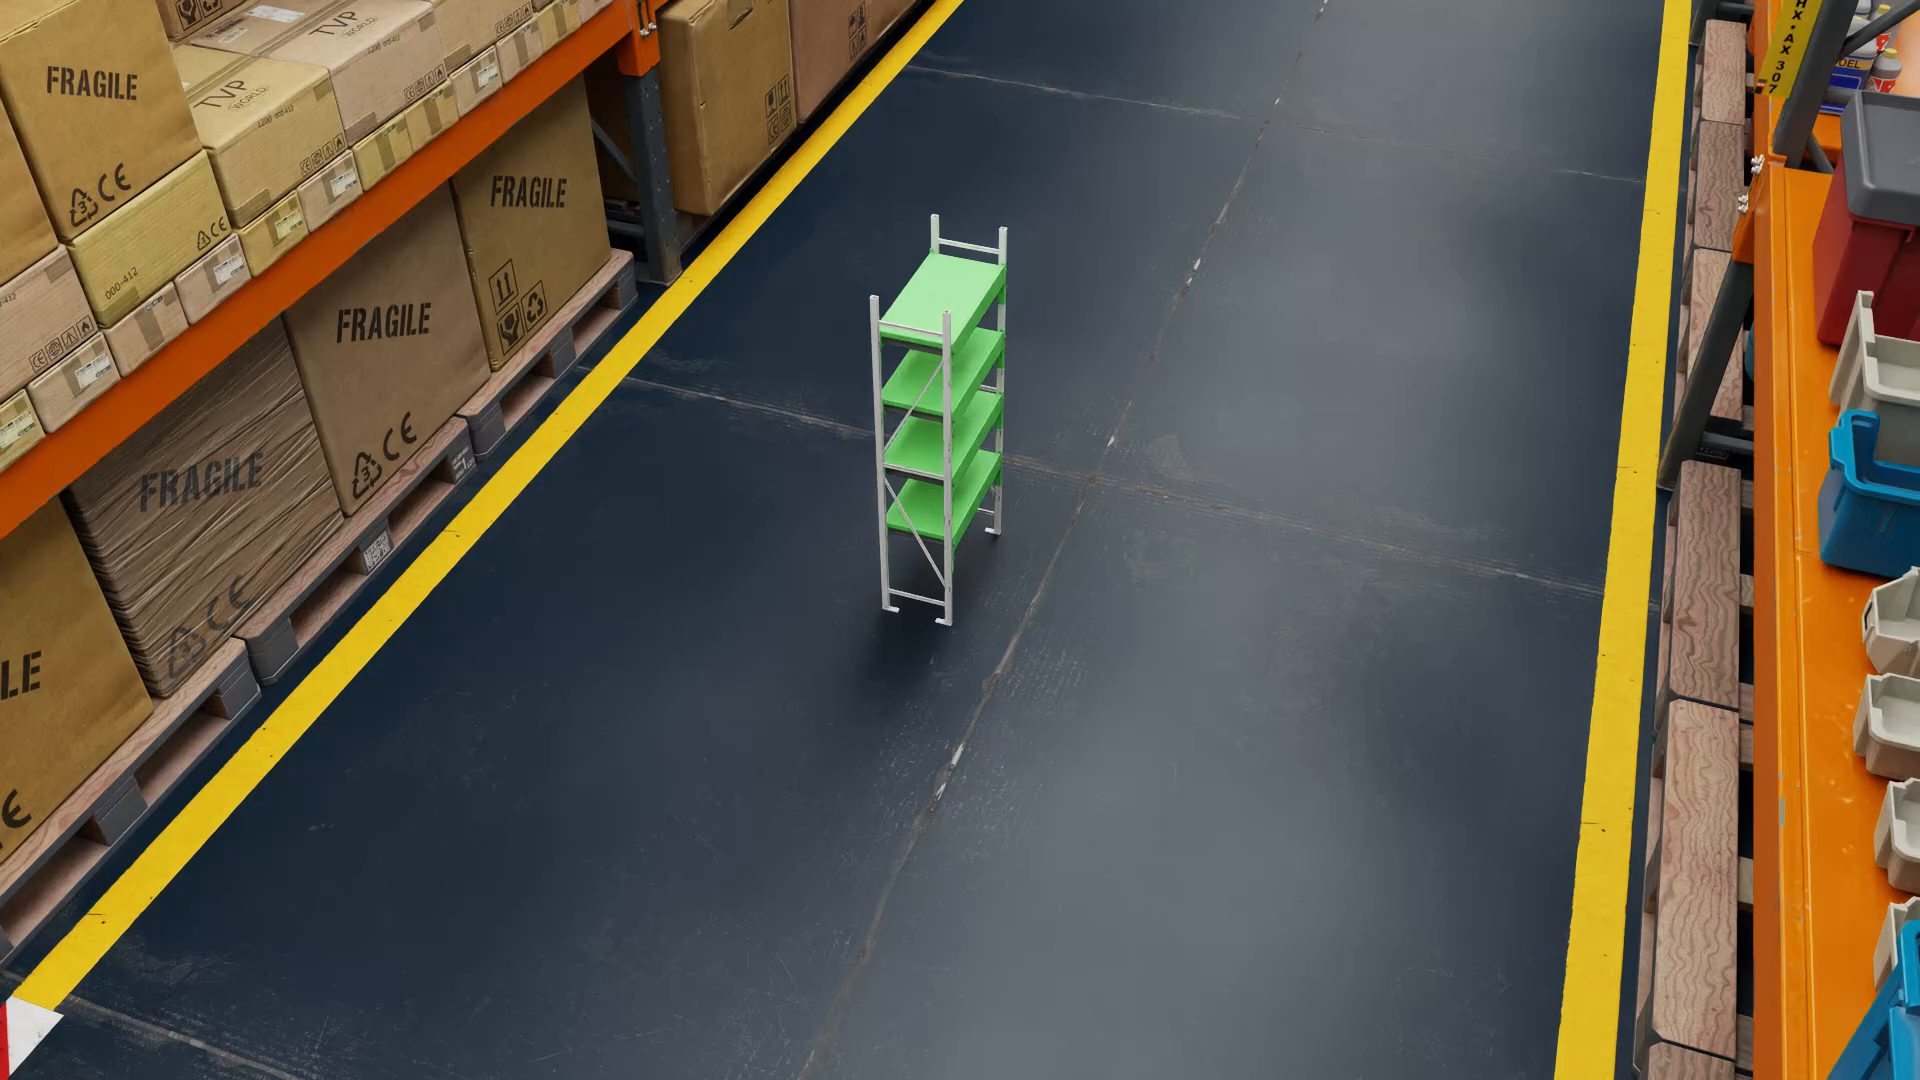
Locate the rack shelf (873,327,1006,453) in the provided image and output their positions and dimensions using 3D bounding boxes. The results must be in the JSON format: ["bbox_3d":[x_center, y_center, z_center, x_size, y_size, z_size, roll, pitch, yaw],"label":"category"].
[{"bbox_3d":[-0.057,-0.489,5.128,0.258,0.148,0.480,13,42,15],"label":"rack shelf"}]

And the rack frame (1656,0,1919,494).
[{"bbox_3d":[2.984,-1.247,4.900,1.000,3.000,0.127,13,42,15],"label":"rack frame"}]

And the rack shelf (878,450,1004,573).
[{"bbox_3d":[-0.057,-0.124,5.439,0.258,0.148,0.480,13,42,15],"label":"rack shelf"}]

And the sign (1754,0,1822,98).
[{"bbox_3d":[2.467,-1.475,4.955,0.100,0.325,0.005,13,42,15],"label":"sign"}]

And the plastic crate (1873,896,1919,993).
[{"bbox_3d":[1.725,0.733,2.737,0.396,0.136,0.243,13,42,15],"label":"plastic crate"}]

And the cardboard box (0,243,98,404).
[{"bbox_3d":[-2.449,-0.514,3.928,0.500,0.250,0.500,13,42,15],"label":"cardboard box"}]

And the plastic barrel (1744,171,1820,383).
[{"bbox_3d":[3.186,-0.936,5.830,0.600,0.901,0.708,13,42,15],"label":"plastic barrel"}]

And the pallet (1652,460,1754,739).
[{"bbox_3d":[2.769,0.271,5.270,1.003,0.211,1.213,13,42,15],"label":"pallet"}]

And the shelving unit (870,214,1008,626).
[{"bbox_3d":[-0.057,-0.355,5.242,0.258,1.200,0.503,13,42,15],"label":"shelving unit"}]

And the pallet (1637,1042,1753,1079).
[{"bbox_3d":[1.934,1.759,3.525,1.003,0.211,1.213,13,42,15],"label":"pallet"}]

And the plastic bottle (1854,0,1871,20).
[{"bbox_3d":[2.940,-1.735,5.568,0.152,0.276,0.135,13,42,15],"label":"plastic bottle"}]

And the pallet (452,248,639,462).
[{"bbox_3d":[-2.004,-0.839,6.571,1.003,0.211,1.213,13,42,15],"label":"pallet"}]

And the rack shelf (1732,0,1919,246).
[{"bbox_3d":[3.668,-2.193,6.564,1.077,0.370,4.000,13,42,15],"label":"rack shelf"}]

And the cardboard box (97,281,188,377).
[{"bbox_3d":[-2.257,-0.581,4.314,0.380,0.149,0.250,13,42,14],"label":"cardboard box"}]

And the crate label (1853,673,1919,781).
[{"bbox_3d":[1.910,0.384,3.146,0.396,0.136,0.243,13,42,15],"label":"crate label"}]

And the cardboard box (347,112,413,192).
[{"bbox_3d":[-1.906,-1.208,5.048,0.380,0.149,0.250,13,42,14],"label":"cardboard box"}]

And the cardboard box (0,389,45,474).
[{"bbox_3d":[-2.433,-0.267,3.946,0.380,0.149,0.250,12,42,14],"label":"cardboard box"}]

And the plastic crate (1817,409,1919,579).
[{"bbox_3d":[2.077,-0.076,3.611,0.416,0.233,0.300,13,42,15],"label":"plastic crate"}]

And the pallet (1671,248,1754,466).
[{"bbox_3d":[3.287,-0.647,6.346,1.003,0.211,1.213,13,42,15],"label":"pallet"}]

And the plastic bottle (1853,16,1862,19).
[{"bbox_3d":[2.931,-1.628,5.500,0.097,0.201,0.097,0,40,0],"label":"plastic bottle"}]

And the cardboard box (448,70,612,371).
[{"bbox_3d":[-1.971,-1.313,6.291,0.875,0.875,0.875,13,42,15],"label":"cardboard box"}]

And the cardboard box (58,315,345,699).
[{"bbox_3d":[-2.584,-0.221,5.012,0.875,0.875,0.875,13,42,15],"label":"cardboard box"}]

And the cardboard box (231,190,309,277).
[{"bbox_3d":[-2.082,-0.893,4.679,0.380,0.149,0.250,12,42,14],"label":"cardboard box"}]

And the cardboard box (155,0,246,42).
[{"bbox_3d":[-2.424,-1.835,4.899,0.500,0.500,0.500,12,42,14],"label":"cardboard box"}]

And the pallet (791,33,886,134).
[{"bbox_3d":[-1.062,-2.519,8.540,1.003,0.211,1.213,13,42,15],"label":"pallet"}]

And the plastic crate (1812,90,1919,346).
[{"bbox_3d":[2.443,-0.805,4.287,0.402,0.464,0.583,13,42,15],"label":"plastic crate"}]

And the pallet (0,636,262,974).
[{"bbox_3d":[-2.839,0.649,4.826,1.003,0.211,1.213,13,42,15],"label":"pallet"}]

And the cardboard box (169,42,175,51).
[{"bbox_3d":[-2.600,-1.255,4.797,0.500,0.250,0.500,13,42,15],"label":"cardboard box"}]

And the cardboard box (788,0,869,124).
[{"bbox_3d":[-1.166,-2.638,7.844,1.225,0.875,0.875,12,42,14],"label":"cardboard box"}]

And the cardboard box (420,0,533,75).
[{"bbox_3d":[-1.750,-1.759,5.387,0.500,0.250,0.500,15,43,16],"label":"cardboard box"}]

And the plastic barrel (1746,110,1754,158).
[{"bbox_3d":[3.814,-1.938,7.245,0.600,0.588,0.708,13,42,15],"label":"plastic barrel"}]

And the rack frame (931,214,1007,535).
[{"bbox_3d":[0.027,-0.504,5.417,0.240,1.200,0.015,13,42,15],"label":"rack frame"}]

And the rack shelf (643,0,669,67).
[{"bbox_3d":[-0.987,-3.292,7.852,1.077,0.370,4.000,13,42,15],"label":"rack shelf"}]

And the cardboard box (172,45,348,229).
[{"bbox_3d":[-2.100,-1.139,4.660,0.500,0.250,0.500,12,42,14],"label":"cardboard box"}]

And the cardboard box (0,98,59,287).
[{"bbox_3d":[-2.450,-0.786,3.668,0.500,0.500,0.500,12,42,14],"label":"cardboard box"}]

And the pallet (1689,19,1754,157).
[{"bbox_3d":[4.121,-2.136,8.091,1.003,0.211,1.213,13,42,15],"label":"pallet"}]

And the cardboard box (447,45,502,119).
[{"bbox_3d":[-1.731,-1.521,5.416,0.380,0.149,0.250,14,42,16],"label":"cardboard box"}]

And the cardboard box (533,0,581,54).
[{"bbox_3d":[-1.555,-1.835,5.783,0.380,0.149,0.250,14,42,16],"label":"cardboard box"}]

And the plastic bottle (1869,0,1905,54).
[{"bbox_3d":[3.126,-1.829,5.621,0.144,0.351,0.185,13,42,15],"label":"plastic bottle"}]
